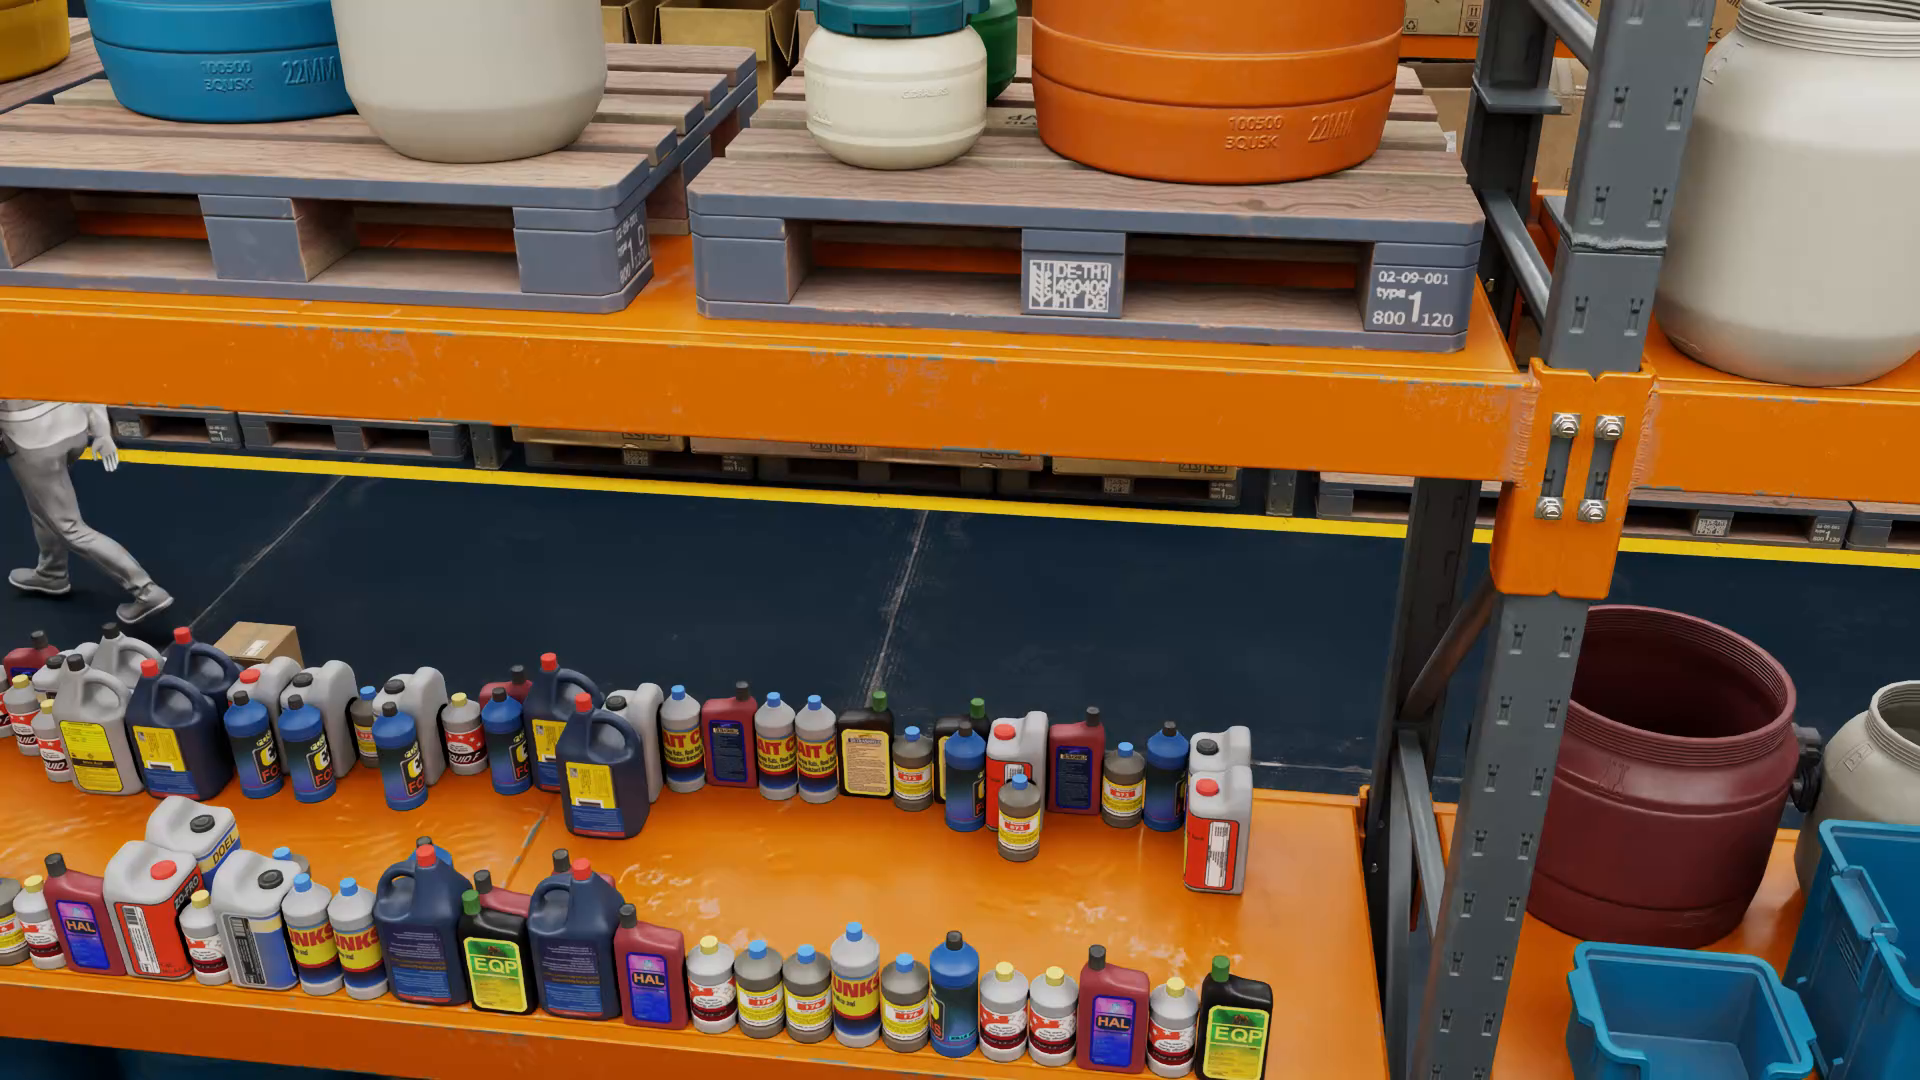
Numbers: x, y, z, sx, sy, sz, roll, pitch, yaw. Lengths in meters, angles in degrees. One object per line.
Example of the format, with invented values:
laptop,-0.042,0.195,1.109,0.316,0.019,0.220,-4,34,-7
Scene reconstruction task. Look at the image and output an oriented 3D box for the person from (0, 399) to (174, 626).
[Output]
person,-3.783,-0.420,6.858,0.976,1.637,0.479,8,30,14
